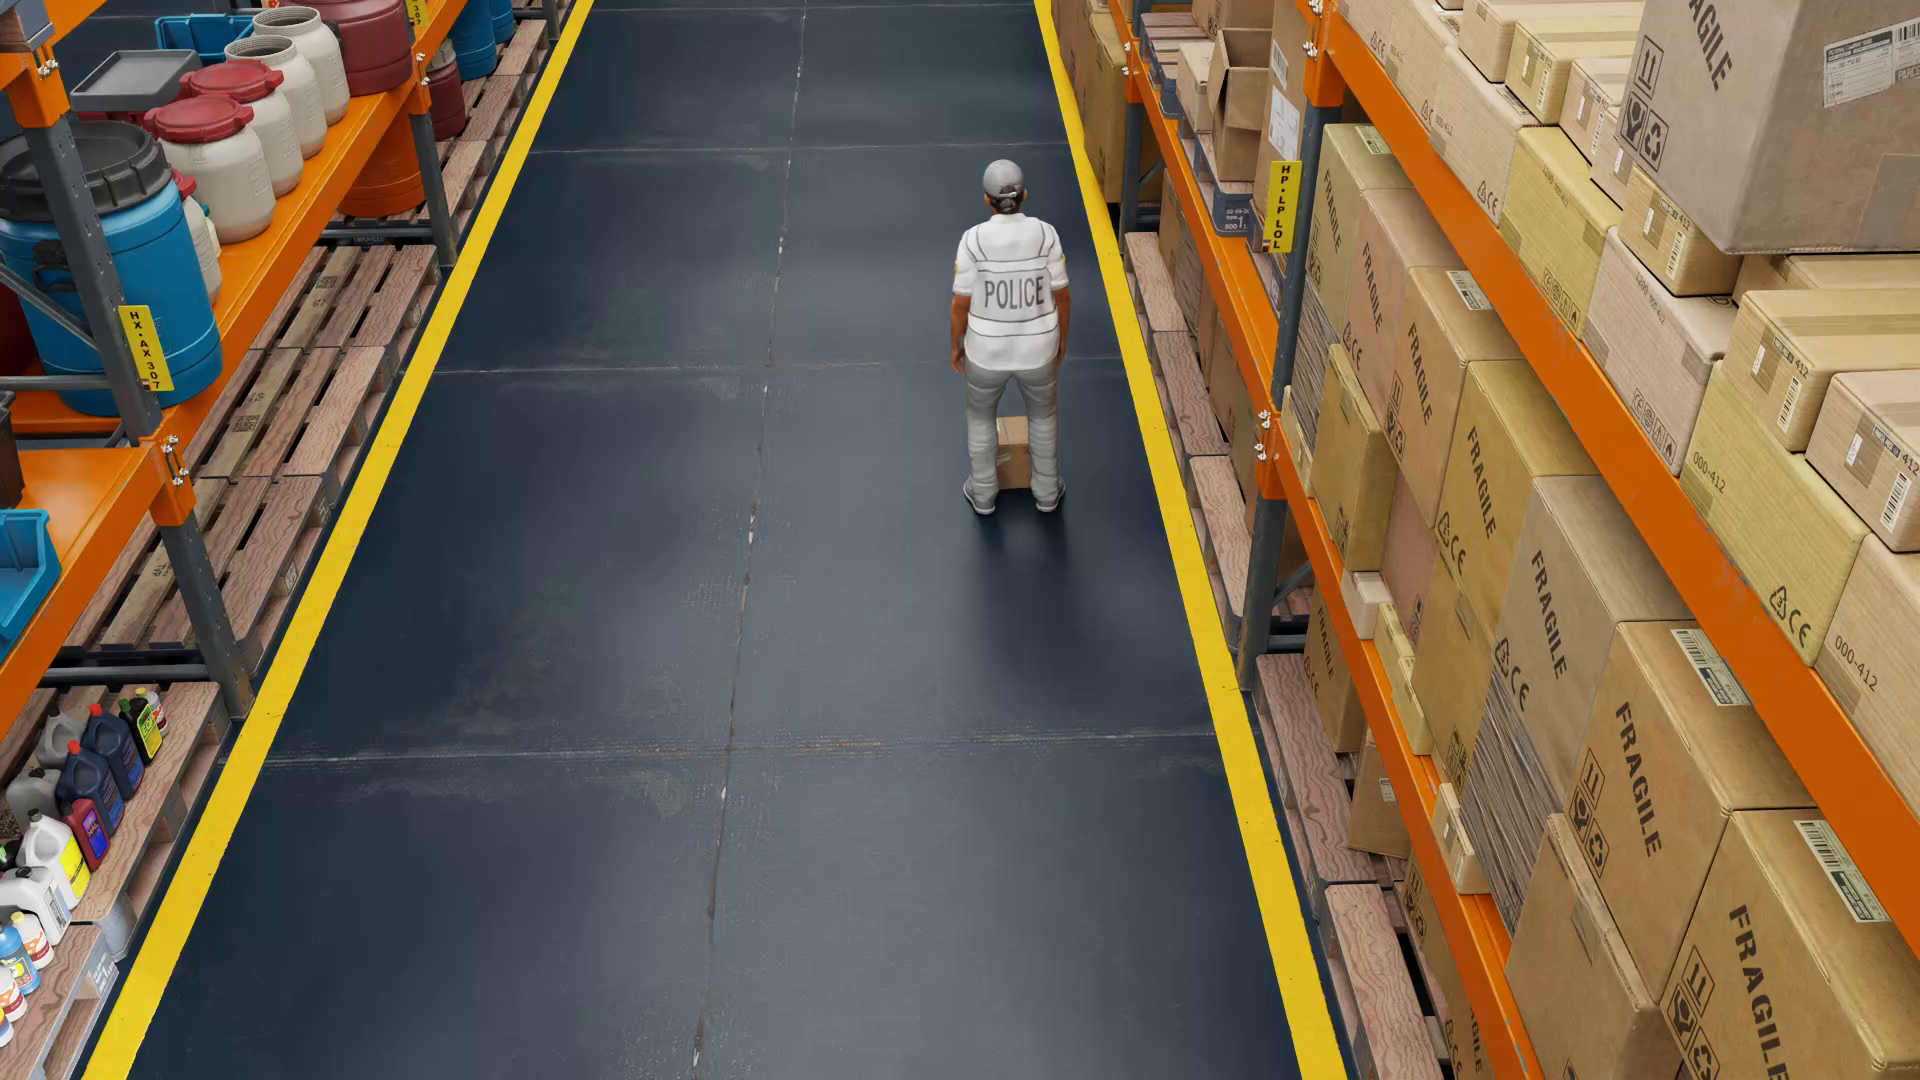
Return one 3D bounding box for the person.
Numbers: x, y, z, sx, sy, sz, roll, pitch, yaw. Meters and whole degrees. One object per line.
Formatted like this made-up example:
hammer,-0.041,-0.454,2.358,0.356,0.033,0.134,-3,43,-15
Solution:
person,0.228,-0.865,7.356,0.561,1.665,0.470,-4,36,-5
